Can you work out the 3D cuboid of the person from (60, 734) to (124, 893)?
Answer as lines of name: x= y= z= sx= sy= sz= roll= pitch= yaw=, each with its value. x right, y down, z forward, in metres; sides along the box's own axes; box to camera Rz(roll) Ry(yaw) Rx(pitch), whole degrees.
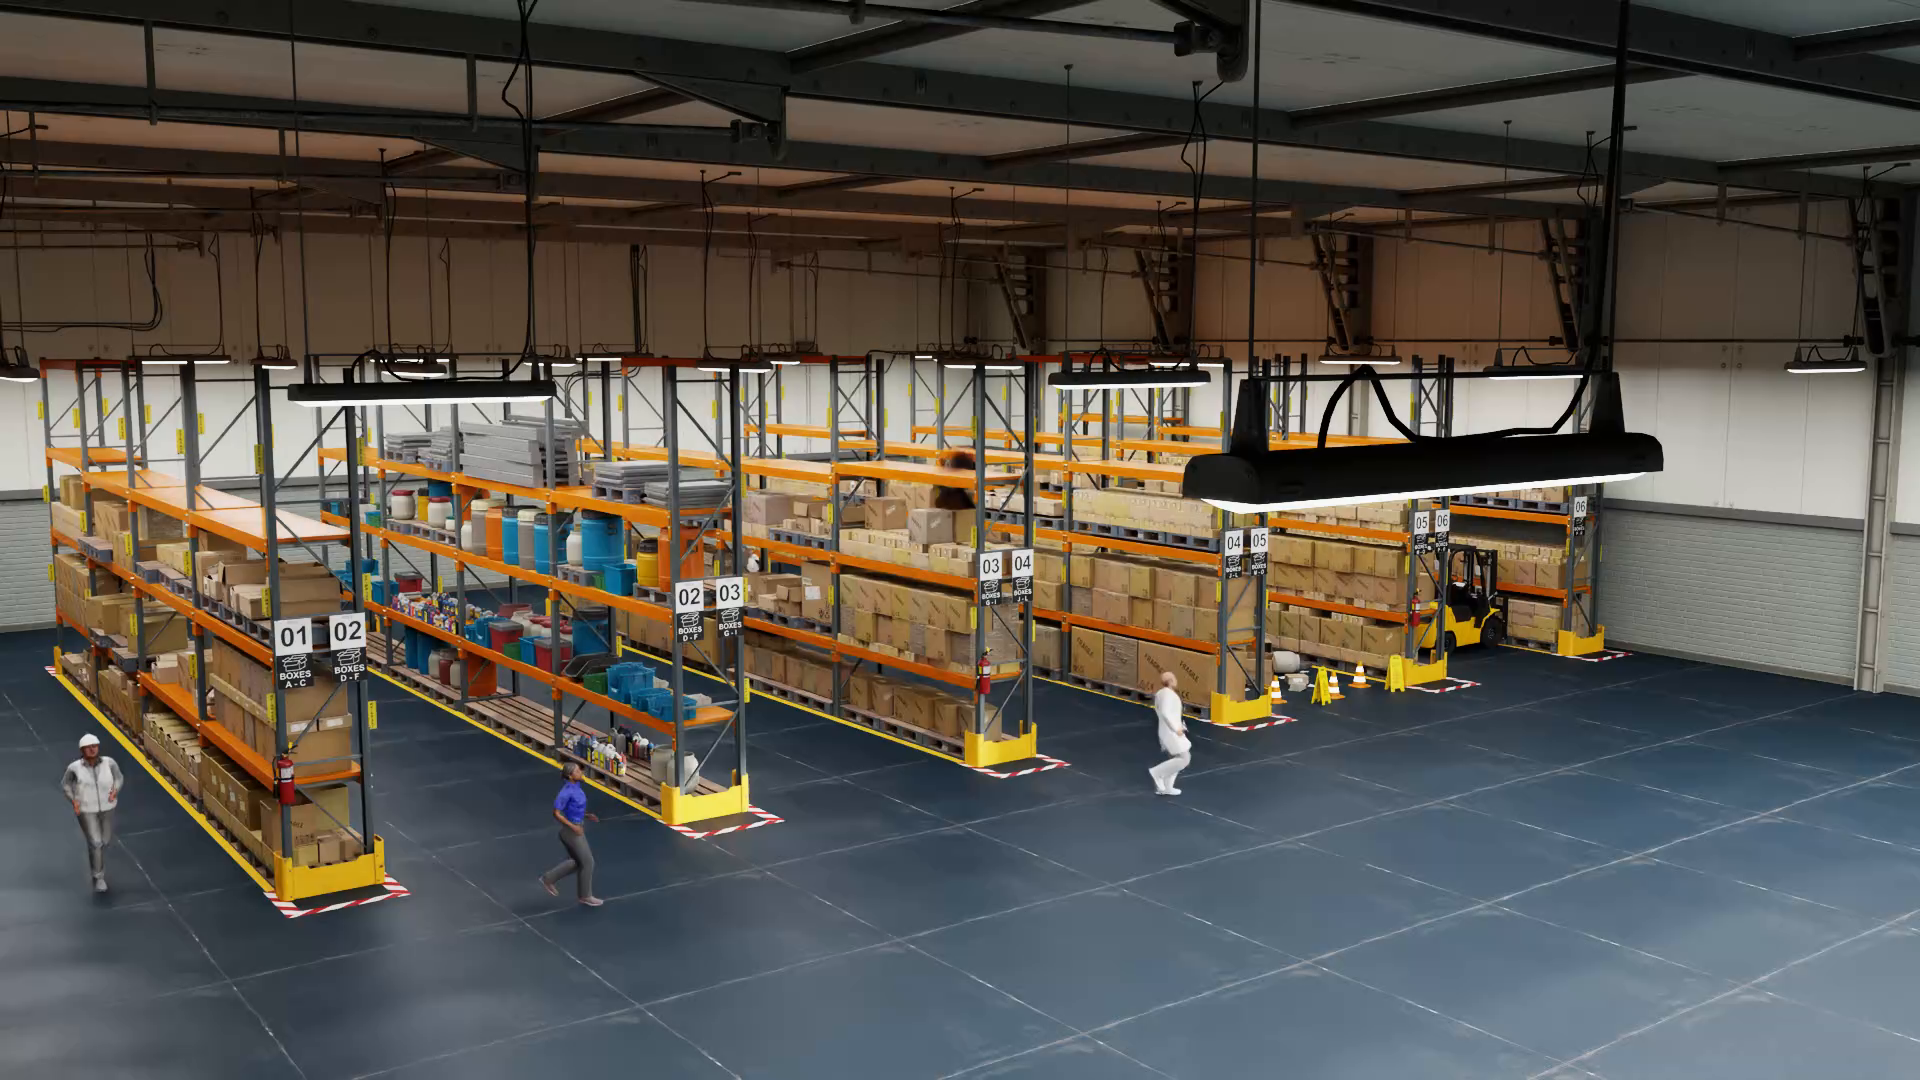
person: x=-10.085 y=3.128 z=19.385 sx=0.652 sy=1.792 sz=0.827 roll=-6 pitch=9 yaw=-41

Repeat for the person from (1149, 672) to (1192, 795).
person: x=2.917 y=2.702 z=23.148 sx=0.588 sy=1.742 sz=0.715 roll=-1 pitch=7 yaw=-7

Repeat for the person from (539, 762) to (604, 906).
person: x=-4.380 y=3.295 z=18.623 sx=0.726 sy=1.651 sz=0.585 roll=-1 pitch=7 yaw=-6

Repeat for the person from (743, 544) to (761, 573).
person: x=-4.795 y=0.945 z=37.748 sx=0.671 sy=1.780 sz=0.853 roll=-4 pitch=8 yaw=-32
